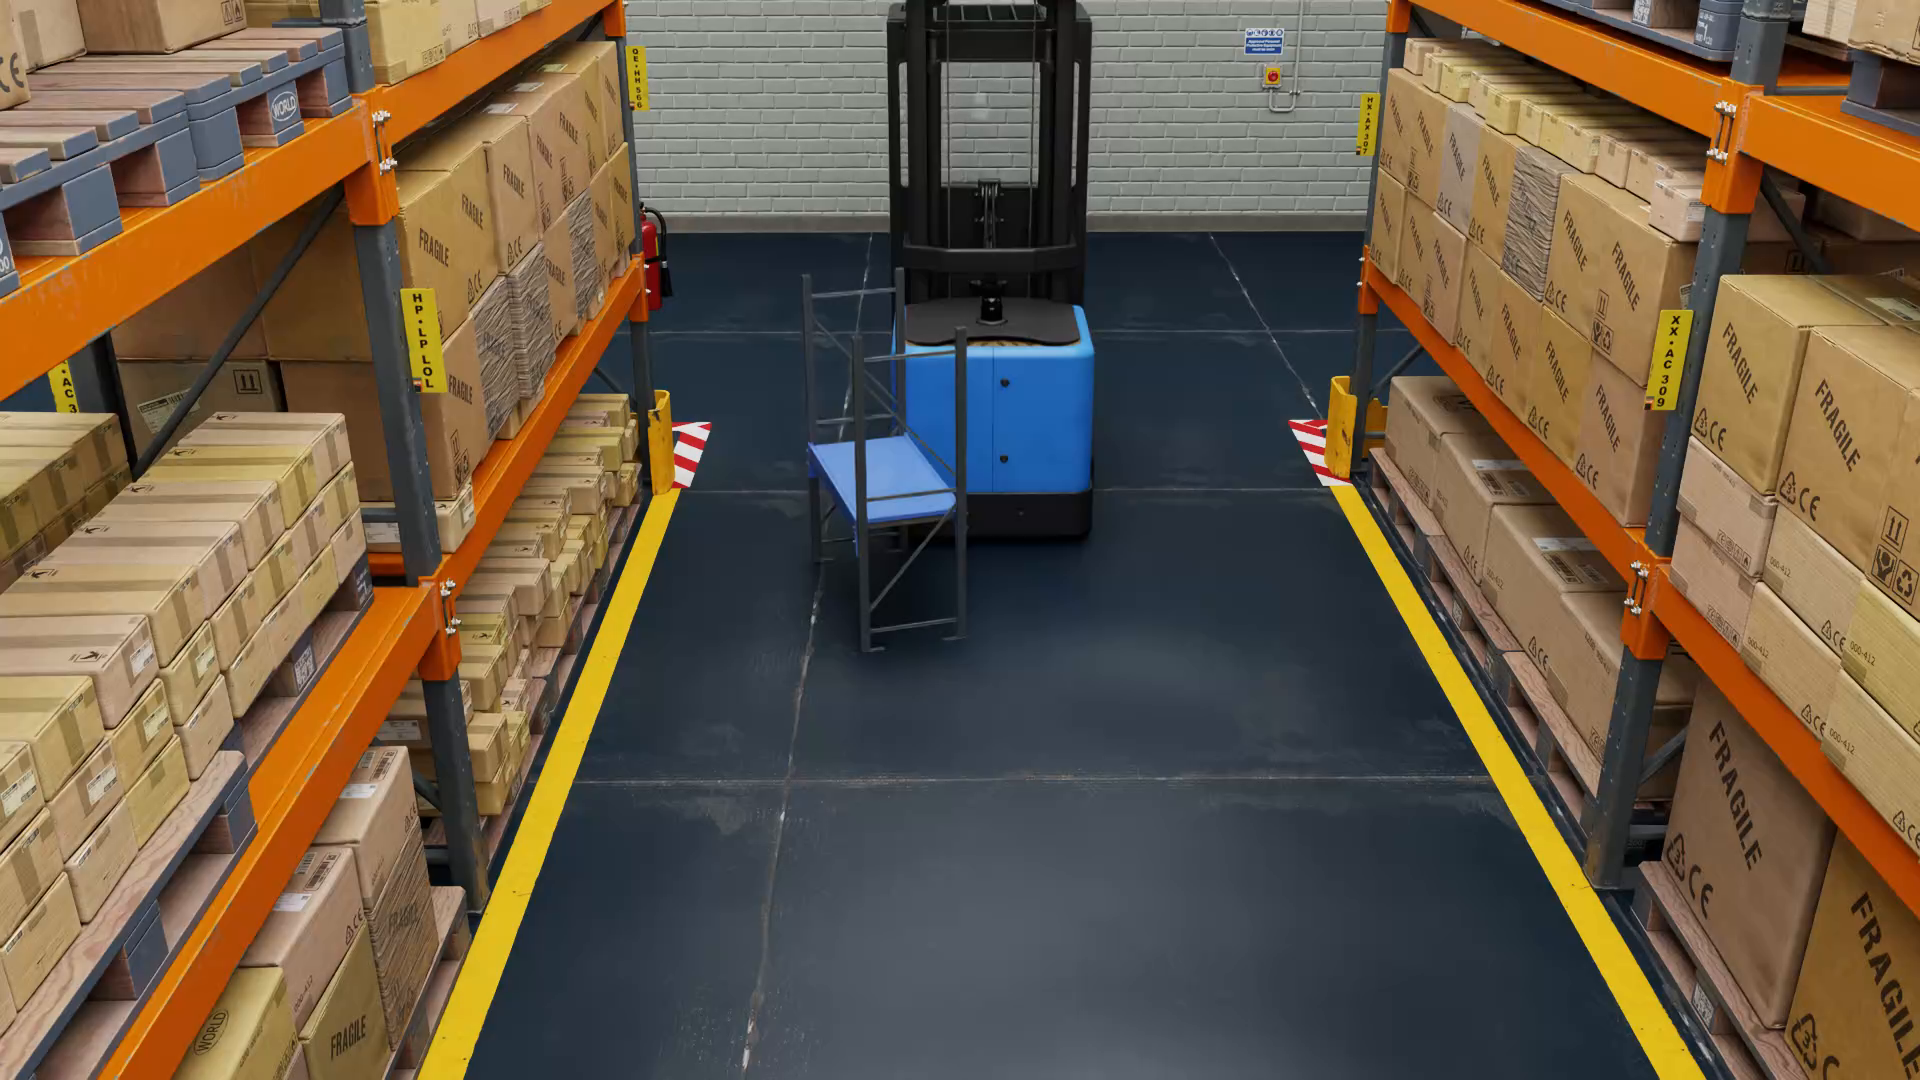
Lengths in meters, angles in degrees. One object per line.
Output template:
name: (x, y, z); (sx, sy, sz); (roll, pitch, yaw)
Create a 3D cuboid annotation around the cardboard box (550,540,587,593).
cardboard box: (-1.889, 0.117, 7.441); (0.380, 0.149, 0.250); (0, 24, 0)

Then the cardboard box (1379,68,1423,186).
cardboard box: (2.448, -2.084, 8.383); (0.500, 0.500, 0.500); (-1, 24, -2)

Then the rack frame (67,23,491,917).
rack frame: (-2.177, -0.070, 5.265); (1.000, 3.000, 0.127); (0, 24, -1)

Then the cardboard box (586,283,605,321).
cardboard box: (-1.926, -1.160, 7.979); (0.380, 0.149, 0.250); (0, 24, 1)

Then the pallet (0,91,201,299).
pallet: (-2.263, -0.669, 3.177); (1.213, 0.211, 1.003); (0, 24, -1)

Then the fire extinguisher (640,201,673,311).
fire extinguisher: (-1.762, -1.619, 9.236); (0.296, 0.674, 0.183); (0, 24, -1)

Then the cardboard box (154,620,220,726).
cardboard box: (-1.963, 0.311, 3.856); (0.380, 0.149, 0.250); (-1, 24, -3)

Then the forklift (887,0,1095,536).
forklift: (0.152, -1.915, 9.428); (1.130, 2.935, 3.031); (0, 24, -1)

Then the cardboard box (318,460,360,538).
cardboard box: (-1.975, -0.119, 4.808); (0.380, 0.149, 0.250); (0, 24, 1)

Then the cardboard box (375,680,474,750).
cardboard box: (-1.974, 0.624, 5.959); (0.380, 0.149, 0.250); (1, 24, 2)

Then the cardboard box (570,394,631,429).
cardboard box: (-1.962, -0.665, 8.807); (0.380, 0.149, 0.250); (0, 24, 0)

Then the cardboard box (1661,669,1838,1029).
cardboard box: (2.858, 0.898, 5.193); (0.875, 0.875, 0.875); (0, 24, 1)

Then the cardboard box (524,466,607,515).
cardboard box: (-1.888, -0.237, 7.863); (0.380, 0.149, 0.250); (1, 24, 1)

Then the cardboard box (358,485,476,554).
cardboard box: (-1.853, -0.074, 5.578); (0.380, 0.149, 0.250); (1, 24, 1)

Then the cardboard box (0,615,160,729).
cardboard box: (-1.964, 0.284, 3.556); (0.380, 0.149, 0.250); (-1, 24, -3)

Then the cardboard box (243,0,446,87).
cardboard box: (-1.918, -1.560, 5.102); (0.500, 0.250, 0.500); (1, 24, 2)

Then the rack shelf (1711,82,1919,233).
rack shelf: (2.793, -0.349, 3.114); (1.077, 0.370, 4.000); (0, 24, -1)

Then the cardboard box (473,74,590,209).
cardboard box: (-1.947, -1.744, 7.271); (0.500, 0.500, 0.500); (1, 24, 2)

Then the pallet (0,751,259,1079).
pallet: (-2.196, 0.850, 3.463); (1.003, 0.211, 1.213); (0, 24, -1)

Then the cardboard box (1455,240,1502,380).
cardboard box: (2.489, -1.004, 7.209); (0.500, 0.500, 0.500); (1, 24, 1)

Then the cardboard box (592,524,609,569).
cardboard box: (-1.904, 0.027, 8.001); (0.380, 0.149, 0.250); (-1, 24, -3)

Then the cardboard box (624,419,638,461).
cardboard box: (-1.930, -0.530, 8.871); (0.380, 0.149, 0.250); (-1, 24, -2)

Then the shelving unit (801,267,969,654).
shelving unit: (-0.363, -0.398, 7.809); (0.538, 1.500, 1.048); (-7, 25, -15)

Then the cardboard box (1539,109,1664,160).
cardboard box: (2.499, -1.583, 6.488); (0.380, 0.149, 0.250); (-1, 24, -2)

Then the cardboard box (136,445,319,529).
cardboard box: (-1.974, -0.143, 4.499); (0.380, 0.149, 0.250); (-1, 24, -2)

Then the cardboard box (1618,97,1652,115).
cardboard box: (2.985, -1.798, 6.964); (0.380, 0.149, 0.250); (1, 24, 1)

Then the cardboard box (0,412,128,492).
cardboard box: (-2.633, -0.253, 4.744); (0.380, 0.149, 0.250); (1, 24, 2)

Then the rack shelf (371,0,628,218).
rack shelf: (-2.199, -1.933, 6.617); (1.077, 0.370, 4.000); (0, 24, -1)

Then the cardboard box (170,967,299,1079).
cardboard box: (-1.904, 1.271, 3.913); (0.500, 0.250, 0.500); (-1, 24, -3)

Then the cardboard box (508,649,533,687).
cardboard box: (-1.970, 0.570, 6.800); (0.380, 0.149, 0.250); (-1, 24, -2)

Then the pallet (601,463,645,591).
pallet: (-2.246, -0.081, 8.674); (1.003, 0.211, 1.213); (0, 24, -1)

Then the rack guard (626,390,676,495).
rack guard: (-2.220, -0.548, 9.355); (1.175, 0.500, 0.348); (0, 24, -1)

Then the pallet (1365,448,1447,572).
pallet: (2.815, -0.182, 8.897); (1.003, 0.211, 1.213); (0, 24, -1)

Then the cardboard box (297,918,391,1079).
cardboard box: (-1.912, 1.393, 4.554); (0.500, 0.500, 0.500); (-1, 24, -2)

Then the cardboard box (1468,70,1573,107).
cardboard box: (2.494, -2.000, 7.409); (0.380, 0.149, 0.250); (0, 24, 0)

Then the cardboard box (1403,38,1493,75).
cardboard box: (2.455, -2.431, 8.364); (0.380, 0.149, 0.250); (0, 24, 1)

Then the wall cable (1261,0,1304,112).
wall cable: (2.643, -4.583, 13.971); (0.585, 1.953, 0.123); (0, 24, -1)

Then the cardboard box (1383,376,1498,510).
cardboard box: (2.835, -0.534, 8.891); (0.875, 0.438, 0.875); (-1, 24, -2)

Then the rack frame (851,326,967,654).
rack frame: (-0.214, -0.197, 7.366); (0.500, 1.500, 0.032); (-7, 25, -15)

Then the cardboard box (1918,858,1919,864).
cardboard box: (2.505, 0.748, 3.639); (0.500, 0.250, 0.500); (-1, 24, -1)

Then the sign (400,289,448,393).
sign: (-1.622, -0.601, 5.035); (0.100, 0.325, 0.005); (0, 24, -1)

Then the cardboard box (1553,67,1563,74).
cardboard box: (3.046, -2.221, 7.900); (0.380, 0.149, 0.250); (0, 24, -1)

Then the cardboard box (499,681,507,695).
cardboard box: (-1.992, 0.547, 6.489); (0.380, 0.149, 0.250); (0, 24, -1)

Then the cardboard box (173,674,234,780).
cardboard box: (-1.959, 0.444, 3.924); (0.380, 0.149, 0.250); (-1, 24, -3)

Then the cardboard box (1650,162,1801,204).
cardboard box: (2.556, -1.165, 5.564); (0.380, 0.149, 0.250); (0, 24, 1)

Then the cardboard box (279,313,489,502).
cardboard box: (-1.931, -0.456, 5.636); (0.500, 0.500, 0.500); (-1, 24, -2)

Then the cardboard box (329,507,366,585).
cardboard box: (-1.975, 0.016, 4.870); (0.380, 0.149, 0.250); (-1, 24, -2)

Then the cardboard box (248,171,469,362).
cardboard box: (-1.938, -0.894, 5.390); (0.500, 0.500, 0.500); (0, 24, 1)

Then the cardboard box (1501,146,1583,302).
cardboard box: (2.478, -1.247, 6.532); (0.500, 0.500, 0.500); (0, 24, 0)

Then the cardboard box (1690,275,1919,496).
cardboard box: (2.489, -0.452, 4.775); (0.500, 0.500, 0.500); (0, 24, 0)

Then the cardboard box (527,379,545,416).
cardboard box: (-1.916, -0.616, 6.777); (0.380, 0.149, 0.250); (1, 24, 2)

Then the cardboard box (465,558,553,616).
cardboard box: (-1.916, 0.193, 6.910); (0.380, 0.149, 0.250); (0, 24, 1)

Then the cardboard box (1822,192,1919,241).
cardboard box: (3.028, -1.062, 5.336); (0.380, 0.149, 0.250); (-1, 24, -1)

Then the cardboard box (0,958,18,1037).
cardboard box: (-1.953, 0.874, 2.974); (0.380, 0.149, 0.250); (1, 24, 1)

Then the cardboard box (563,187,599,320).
cardboard box: (-1.943, -1.294, 7.489); (0.500, 0.500, 0.500); (0, 24, 0)
